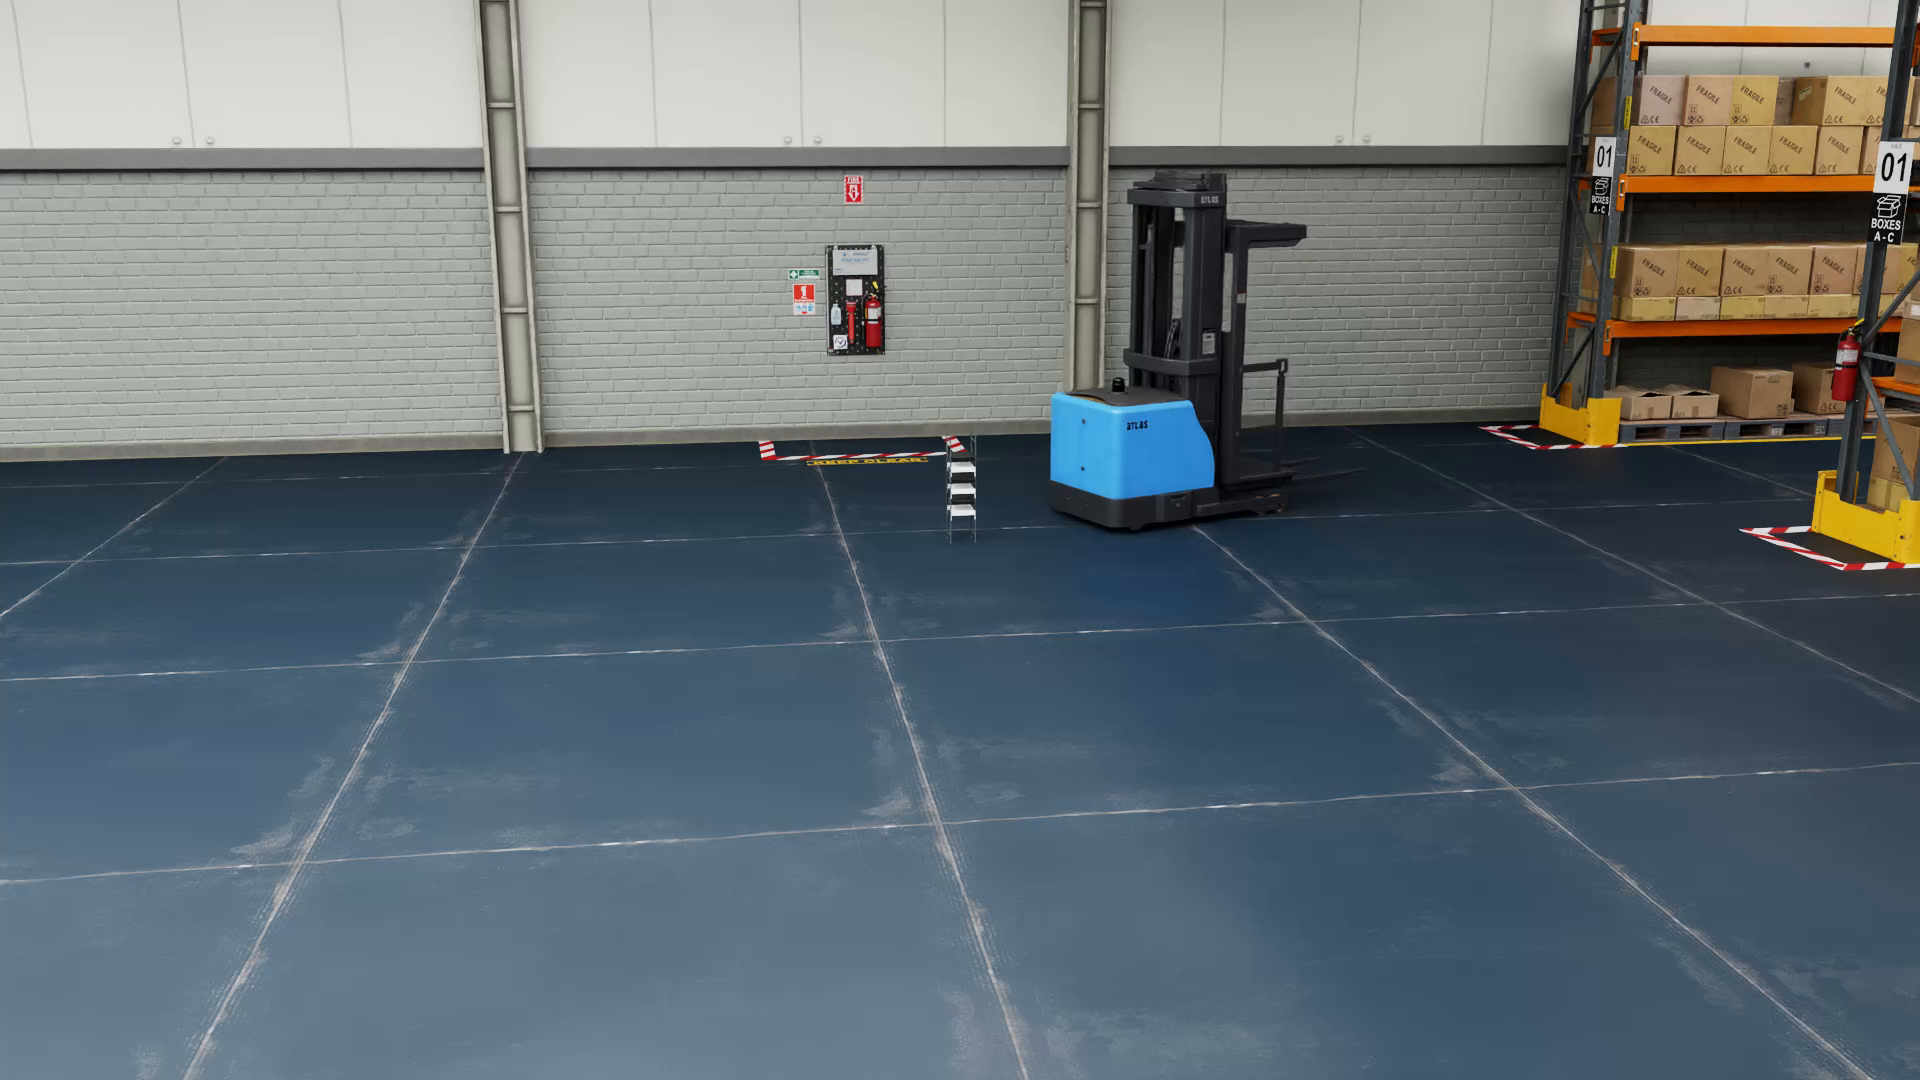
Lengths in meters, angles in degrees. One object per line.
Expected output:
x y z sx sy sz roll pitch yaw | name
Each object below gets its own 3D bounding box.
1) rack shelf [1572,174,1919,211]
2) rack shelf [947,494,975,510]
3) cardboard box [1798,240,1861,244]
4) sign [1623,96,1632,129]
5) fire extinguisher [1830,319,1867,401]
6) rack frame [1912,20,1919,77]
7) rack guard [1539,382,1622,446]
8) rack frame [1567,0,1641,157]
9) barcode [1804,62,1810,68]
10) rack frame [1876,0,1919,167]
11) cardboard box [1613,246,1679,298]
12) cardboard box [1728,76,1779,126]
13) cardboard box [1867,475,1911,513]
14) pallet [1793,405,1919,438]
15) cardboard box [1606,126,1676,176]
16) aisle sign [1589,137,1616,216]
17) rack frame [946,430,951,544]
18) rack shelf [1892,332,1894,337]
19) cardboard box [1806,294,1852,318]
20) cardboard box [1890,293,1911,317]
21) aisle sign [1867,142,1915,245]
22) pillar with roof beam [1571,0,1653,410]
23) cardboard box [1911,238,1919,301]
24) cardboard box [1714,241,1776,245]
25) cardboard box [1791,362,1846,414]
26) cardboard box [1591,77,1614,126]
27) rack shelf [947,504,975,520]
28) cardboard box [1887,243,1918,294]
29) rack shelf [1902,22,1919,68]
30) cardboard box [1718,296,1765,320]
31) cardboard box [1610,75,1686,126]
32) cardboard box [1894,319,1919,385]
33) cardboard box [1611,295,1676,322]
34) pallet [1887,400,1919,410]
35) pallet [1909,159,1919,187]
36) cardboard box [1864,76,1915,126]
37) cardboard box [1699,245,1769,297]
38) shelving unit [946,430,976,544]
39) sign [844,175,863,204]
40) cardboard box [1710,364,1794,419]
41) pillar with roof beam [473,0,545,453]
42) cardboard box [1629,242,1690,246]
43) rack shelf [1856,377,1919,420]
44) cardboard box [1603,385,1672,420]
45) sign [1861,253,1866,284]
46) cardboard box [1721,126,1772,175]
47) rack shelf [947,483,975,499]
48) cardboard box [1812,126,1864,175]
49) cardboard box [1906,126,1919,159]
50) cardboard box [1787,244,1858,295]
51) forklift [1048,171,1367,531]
8.700 -3.783 17.954 4.000 0.370 1.077 -2 14 -8 | rack shelf
0.008 -0.317 13.644 0.200 0.077 0.258 -2 14 -8 | rack shelf
9.670 -3.066 18.506 0.500 0.500 0.500 -2 14 -9 | cardboard box
6.803 -4.353 16.951 0.005 0.325 0.100 -2 14 -8 | sign
7.278 -1.483 13.630 0.183 0.674 0.296 -2 14 -8 | fire extinguisher
10.678 -5.660 17.791 0.127 3.000 1.000 -2 14 -8 | rack frame
6.797 -1.395 18.258 0.348 0.500 1.175 -2 14 -8 | rack guard
6.722 -5.515 17.213 0.127 3.000 1.000 -2 14 -8 | rack frame
9.239 -5.179 18.136 0.075 0.075 0.001 -2 14 -8 | barcode
7.464 -4.323 12.462 0.127 3.000 1.000 -2 14 -8 | rack frame
7.239 -2.851 17.648 0.500 0.500 0.500 -2 14 -8 | cardboard box
8.148 -4.586 17.373 0.500 0.500 0.500 -2 14 -7 | cardboard box
7.950 -0.374 13.836 0.500 0.250 0.500 -2 14 -8 | cardboard box
10.019 -1.365 18.729 1.213 0.211 1.003 -2 14 -8 | pallet
7.090 -4.070 17.372 0.500 0.500 0.500 -2 14 -7 | cardboard box
6.696 -3.791 17.328 0.004 0.787 0.394 -2 14 -8 | aisle sign
-0.093 -0.433 13.599 0.006 0.900 0.240 -2 14 -8 | rack frame
12.655 -2.473 18.897 4.000 0.370 1.077 -2 14 -8 | rack shelf
9.266 -2.559 18.026 0.500 0.250 0.500 -2 14 -9 | cardboard box
10.254 -2.597 18.177 0.500 0.250 0.500 -2 14 -8 | cardboard box
7.355 -2.743 13.148 0.004 0.787 0.394 -2 14 -8 | aisle sign
7.927 -4.713 14.015 0.400 9.000 9.100 -2 14 -8 | pillar with roof beam
7.980 -2.107 13.085 0.500 0.500 0.700 -2 14 -8 | cardboard box
8.664 -3.028 18.354 0.500 0.500 0.500 -2 14 -8 | cardboard box
9.657 -1.704 18.583 0.500 0.500 0.500 -3 14 -13 | cardboard box
7.110 -4.682 17.755 0.500 0.500 0.500 -1 14 -6 | cardboard box
0.008 -0.230 13.665 0.200 0.077 0.258 -2 14 -8 | rack shelf
10.256 -2.959 18.080 0.500 0.500 0.500 -2 14 -8 | cardboard box
9.442 -3.853 12.887 4.000 0.370 1.077 -2 14 -8 | rack shelf
8.268 -2.523 17.881 0.500 0.250 0.500 -2 14 -9 | cardboard box
7.139 -4.559 17.264 0.500 0.500 0.500 -3 14 -12 | cardboard box
7.928 -1.476 13.235 0.500 0.500 0.700 -2 14 -8 | cardboard box
7.252 -2.483 17.724 0.500 0.250 0.500 -3 14 -10 | cardboard box
11.447 -1.426 18.974 1.213 0.211 1.003 -2 14 -8 | pallet
8.167 -2.845 12.915 1.213 0.211 1.003 -2 14 -8 | pallet
9.679 -4.642 17.597 0.500 0.500 0.500 -1 14 -5 | cardboard box
8.241 -2.883 17.778 0.500 0.500 0.500 -3 14 -10 | cardboard box
0.008 -0.437 13.614 0.210 0.900 0.258 -2 14 -8 | shelving unit
-1.120 -3.689 17.498 0.199 0.298 0.001 -2 14 -8 | sign
8.716 -1.645 18.347 0.500 0.500 0.700 -3 14 -12 | cardboard box
-3.939 -4.278 12.281 0.400 9.000 9.100 -2 14 -8 | pillar with roof beam
7.656 -2.990 18.202 0.500 0.500 0.500 -2 14 -8 | cardboard box
9.442 -1.137 13.568 4.000 0.370 1.077 -2 14 -8 | rack shelf
7.420 -1.518 18.230 0.500 0.311 0.500 -4 15 -15 | cardboard box
7.397 -2.221 13.545 0.005 0.325 0.100 -2 14 -8 | sign
8.139 -4.101 17.494 0.500 0.500 0.500 -1 14 -6 | cardboard box
0.008 -0.404 13.622 0.200 0.077 0.258 -2 14 -8 | rack shelf
9.171 -4.141 17.654 0.500 0.500 0.500 -3 14 -11 | cardboard box
10.213 -4.185 17.831 0.500 0.500 0.500 -2 14 -7 | cardboard box
9.264 -2.924 17.940 0.500 0.500 0.500 -3 14 -10 | cardboard box
2.307 -1.742 14.641 3.031 2.935 1.130 -8 16 -30 | forklift
